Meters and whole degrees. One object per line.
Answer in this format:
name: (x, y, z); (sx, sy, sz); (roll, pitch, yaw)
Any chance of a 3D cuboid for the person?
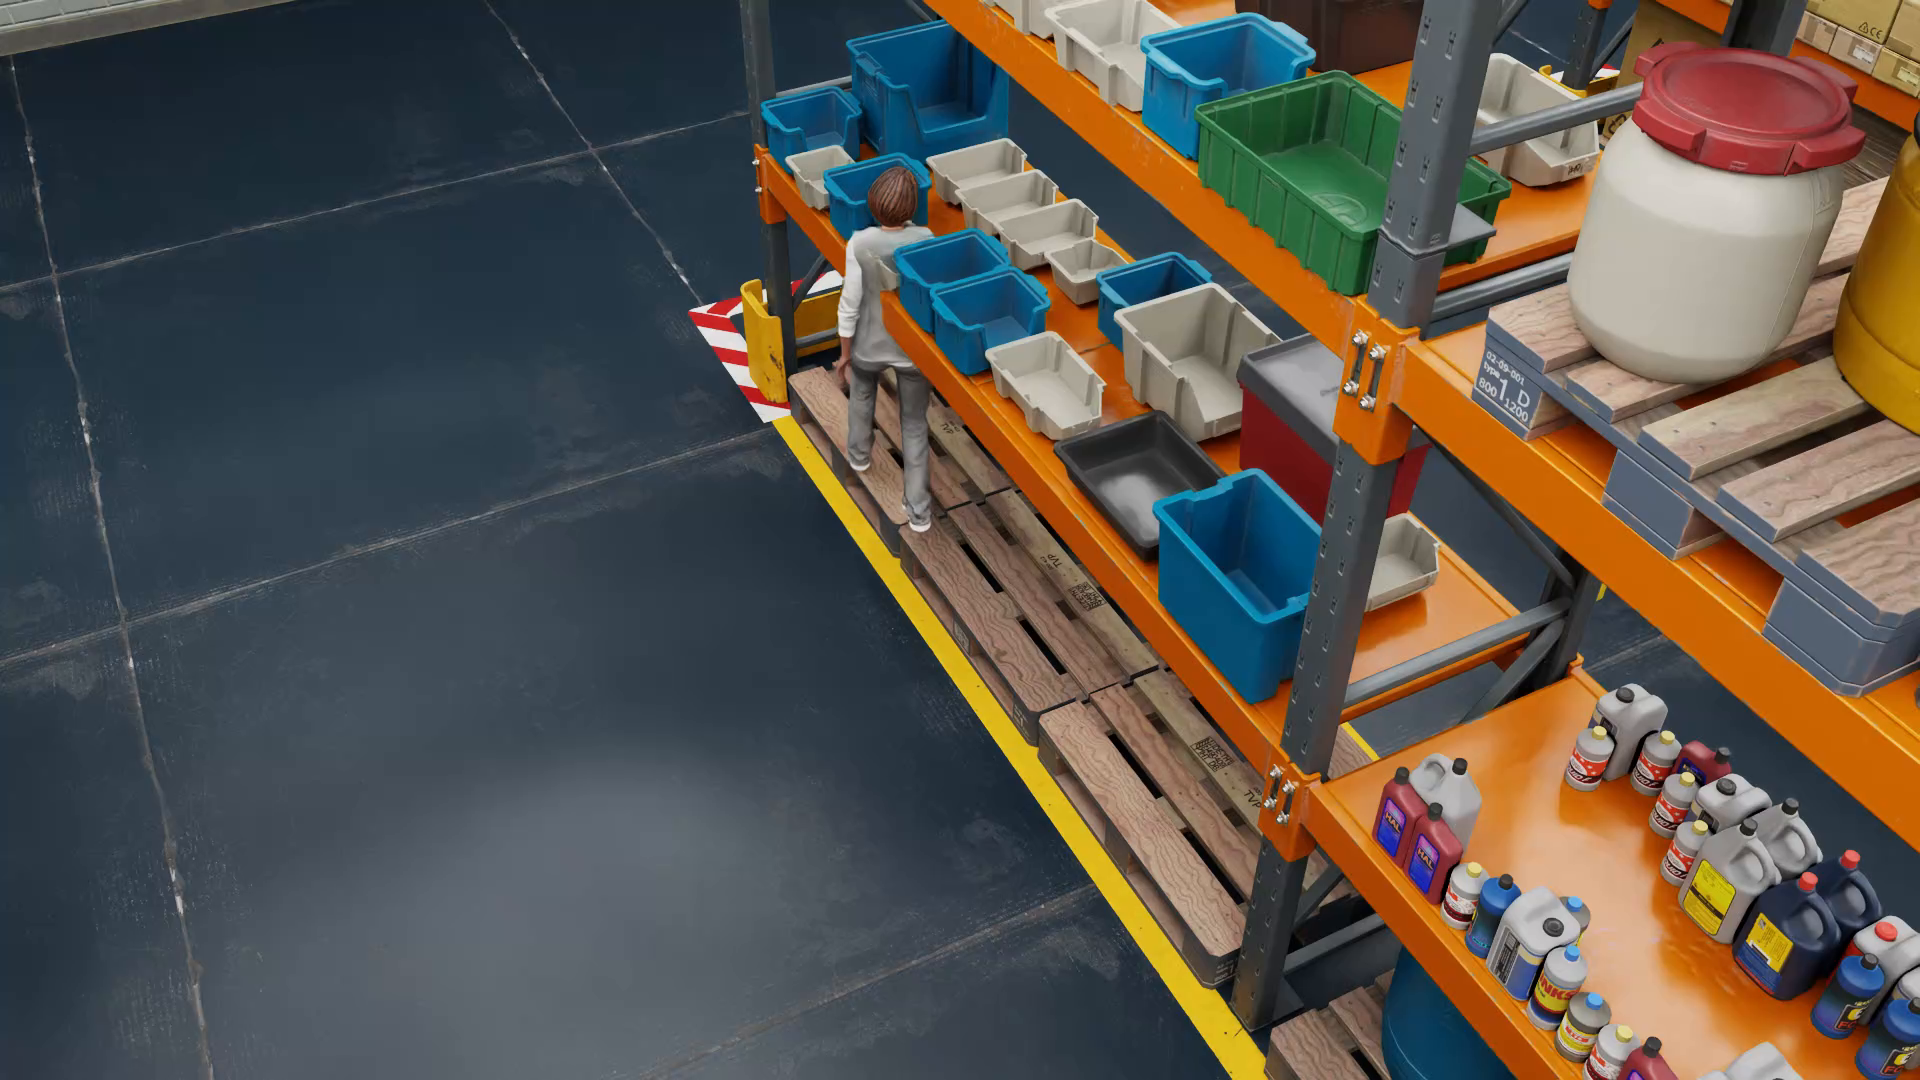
person: (-0.286, -0.814, 6.808); (0.446, 1.546, 0.714); (-2, 42, -2)
